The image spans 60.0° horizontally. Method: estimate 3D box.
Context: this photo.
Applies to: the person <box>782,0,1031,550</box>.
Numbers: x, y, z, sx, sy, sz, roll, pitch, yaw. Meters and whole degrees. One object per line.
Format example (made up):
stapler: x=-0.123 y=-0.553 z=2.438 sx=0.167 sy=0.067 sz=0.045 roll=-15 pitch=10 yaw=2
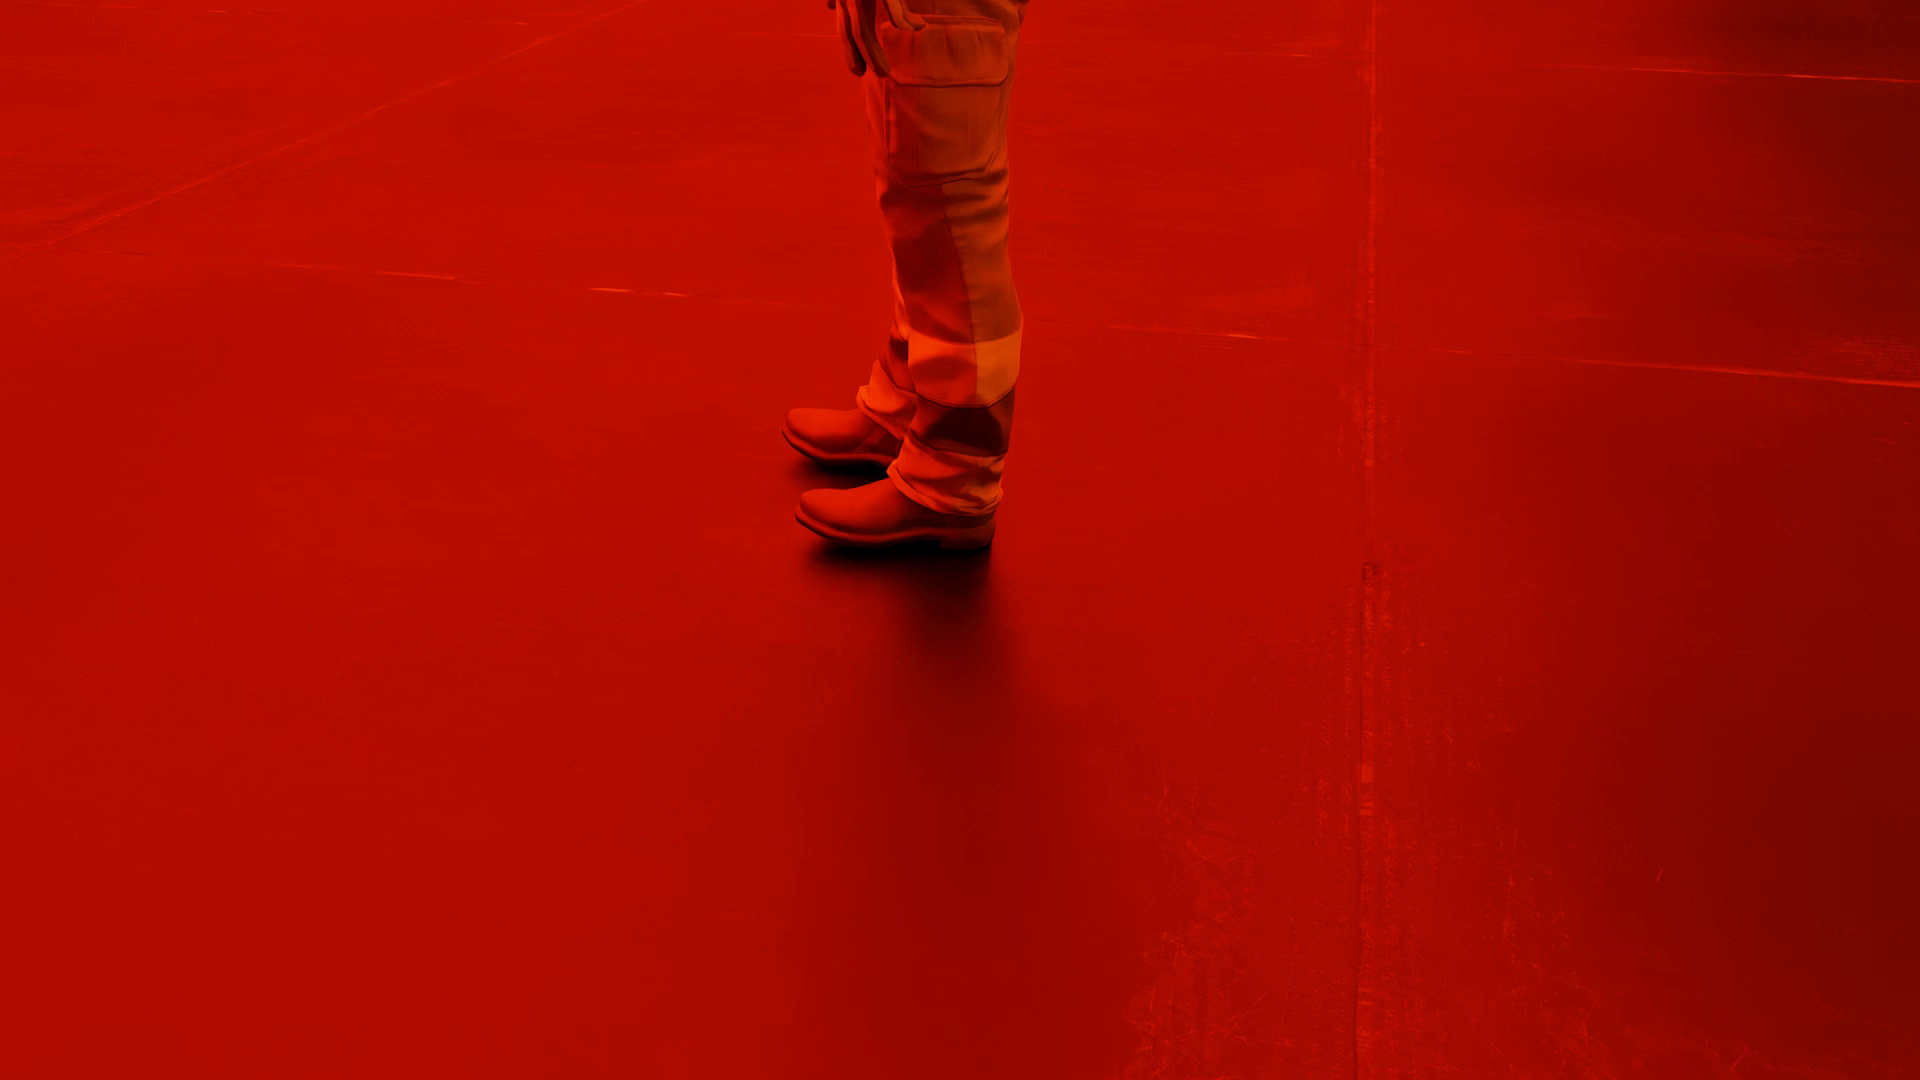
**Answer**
person: x=-0.075 y=-0.819 z=2.120 sx=0.564 sy=1.787 sz=0.637 roll=6 pitch=27 yaw=11
